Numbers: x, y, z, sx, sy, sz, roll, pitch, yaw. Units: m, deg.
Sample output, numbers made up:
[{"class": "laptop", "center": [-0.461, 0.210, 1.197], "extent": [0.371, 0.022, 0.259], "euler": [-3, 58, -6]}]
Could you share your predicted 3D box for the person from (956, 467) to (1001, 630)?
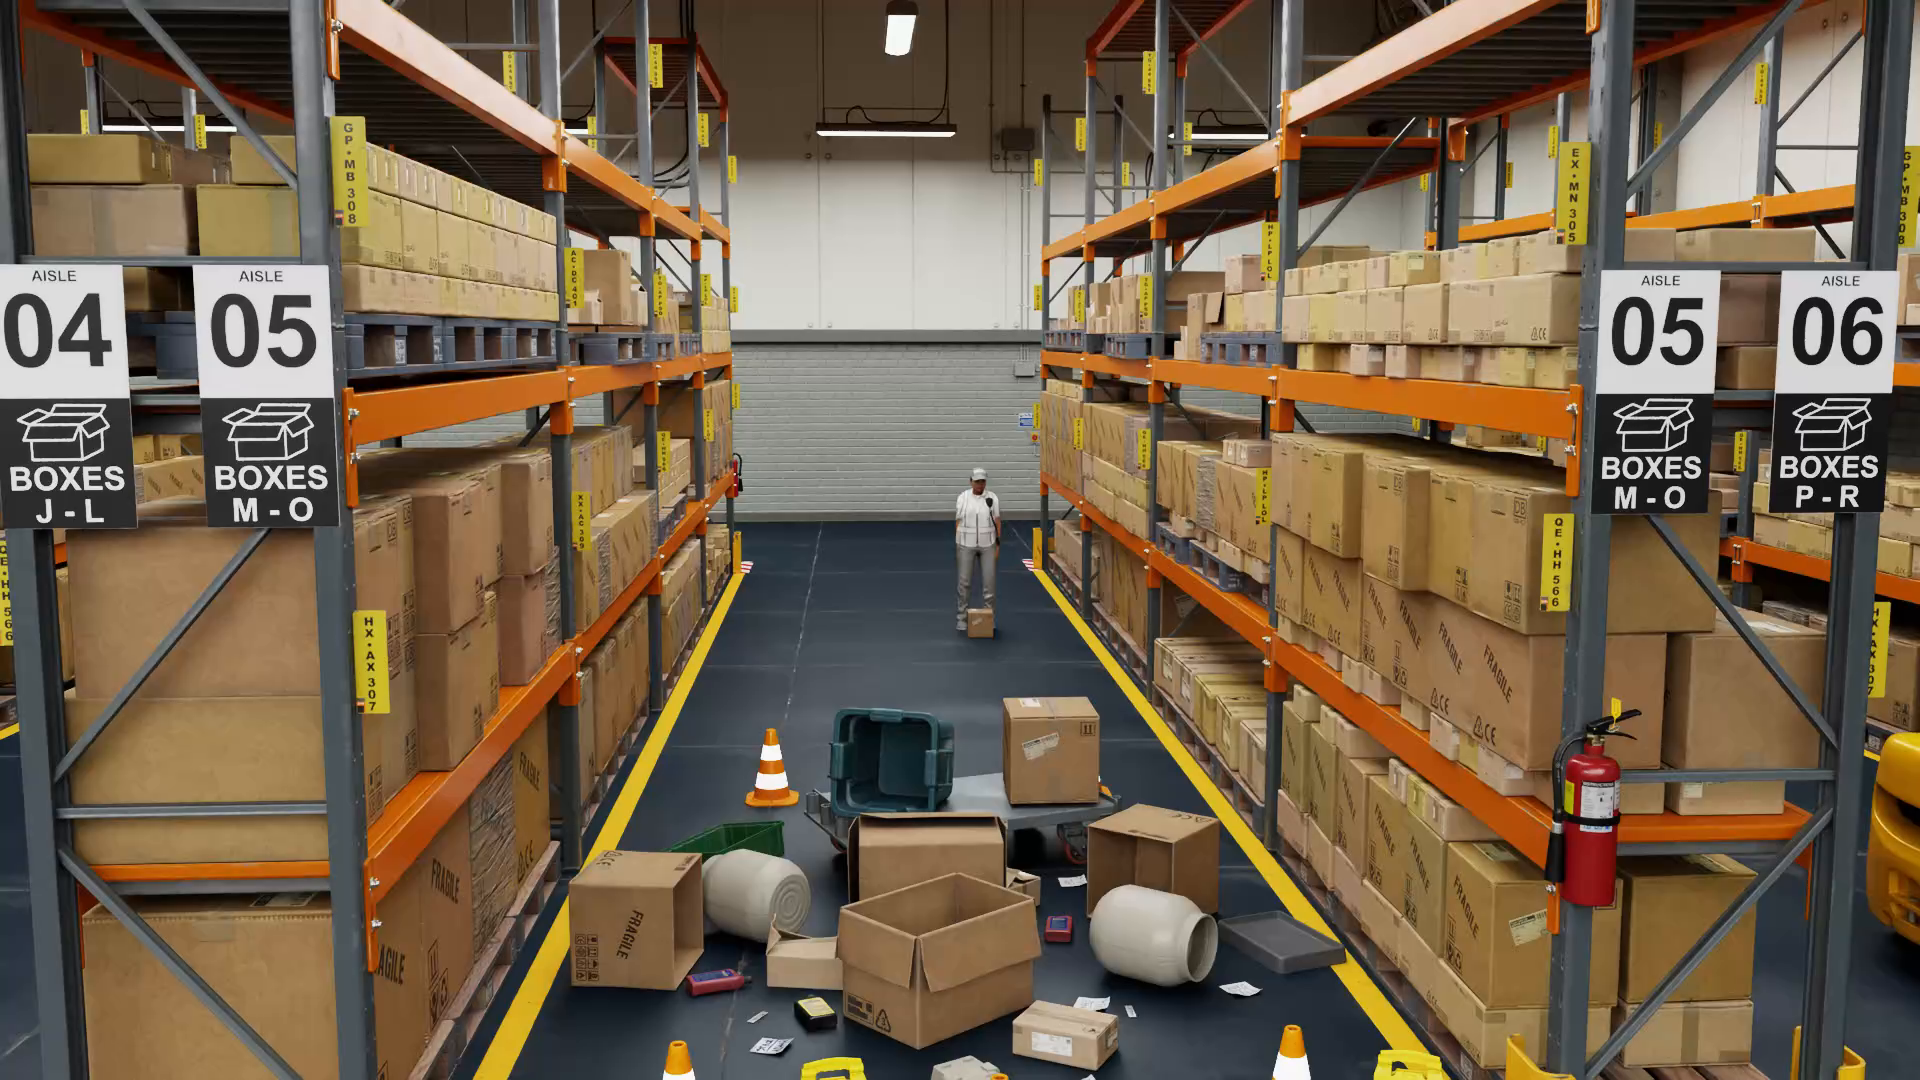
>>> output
[{"class": "person", "center": [0.190, 0.087, 17.097], "extent": [0.468, 1.670, 0.390], "euler": [0, 7, -2]}]
